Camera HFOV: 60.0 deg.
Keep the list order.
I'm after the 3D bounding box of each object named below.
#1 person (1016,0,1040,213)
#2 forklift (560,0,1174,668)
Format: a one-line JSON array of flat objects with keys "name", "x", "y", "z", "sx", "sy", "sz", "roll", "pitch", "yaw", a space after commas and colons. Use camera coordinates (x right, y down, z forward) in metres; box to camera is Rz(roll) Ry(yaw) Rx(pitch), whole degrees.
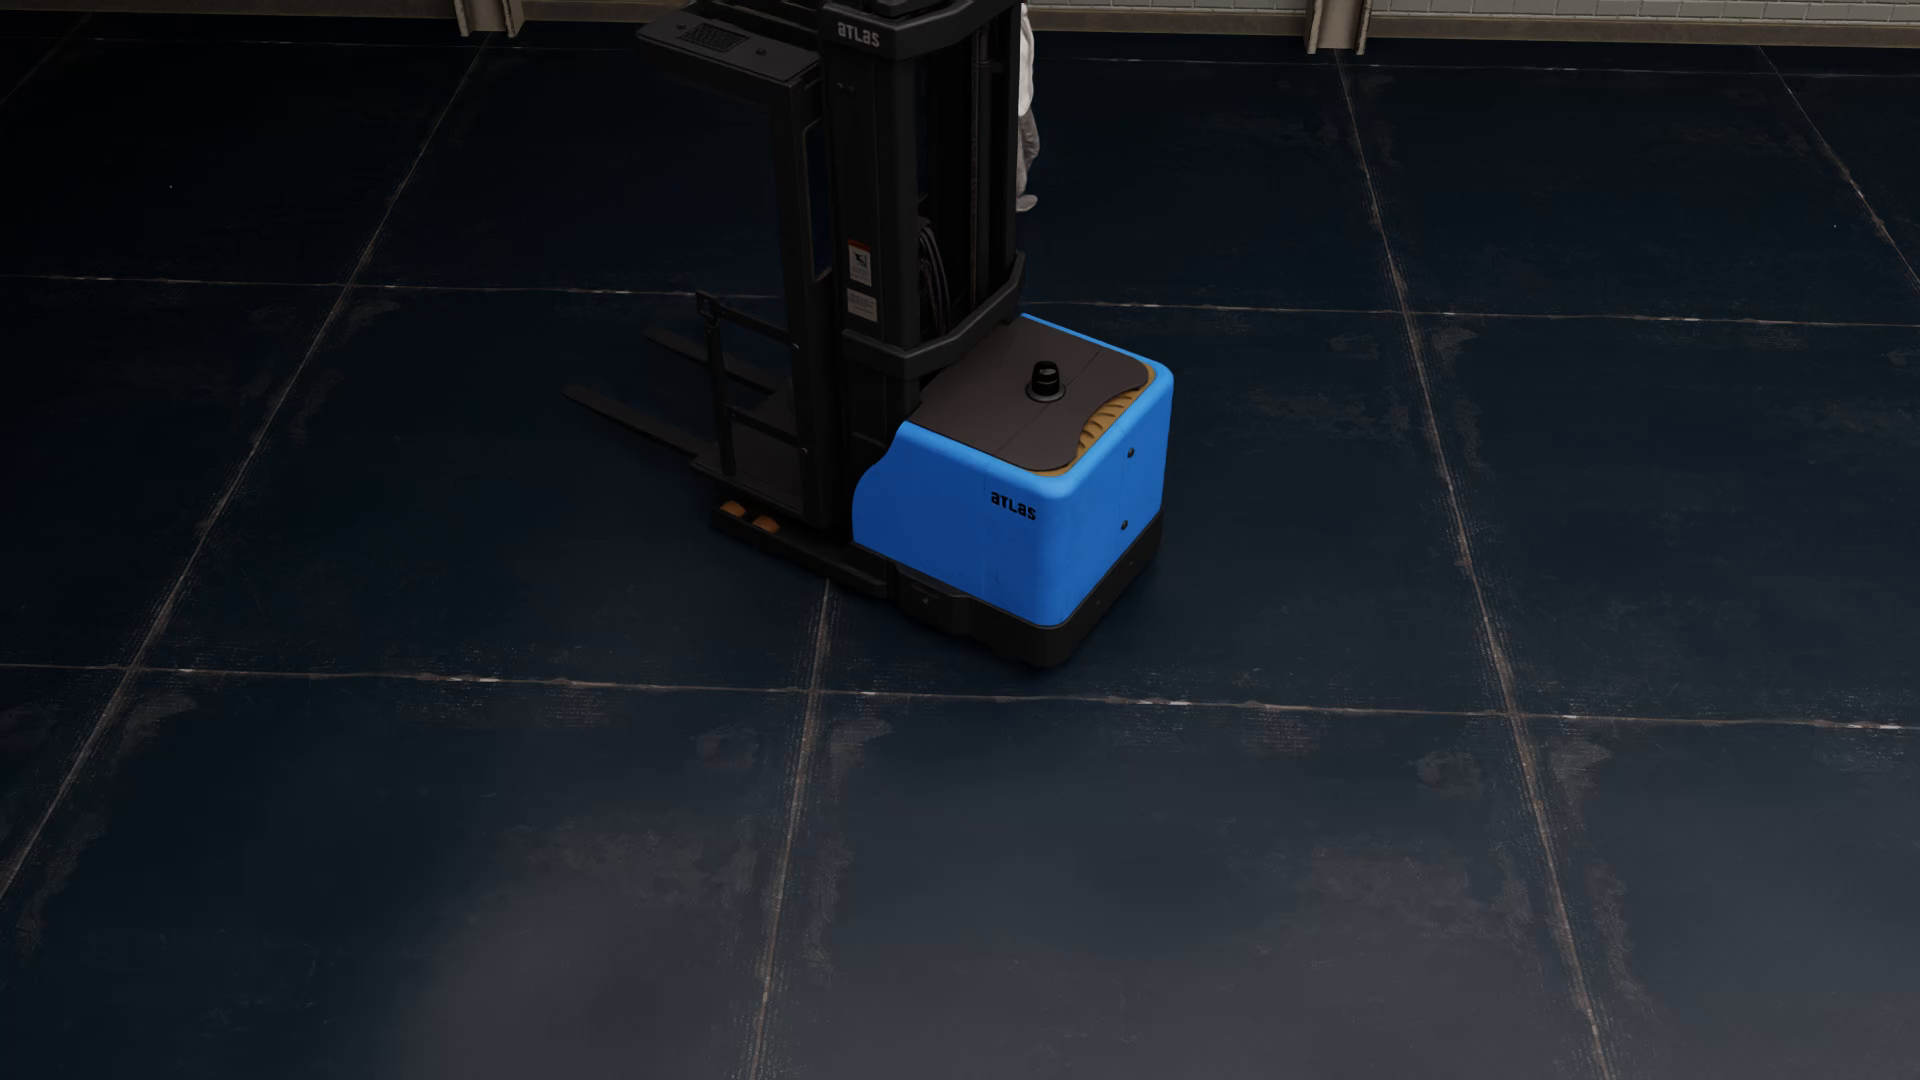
[{"name": "person", "x": 0.225, "y": -2.452, "z": 9.321, "sx": 0.427, "sy": 1.726, "sz": 0.851, "roll": 10, "pitch": 43, "yaw": 11}, {"name": "forklift", "x": -0.577, "y": -1.304, "z": 7.170, "sx": 3.031, "sy": 2.935, "sz": 1.130, "roll": 24, "pitch": 48, "yaw": 24}]
